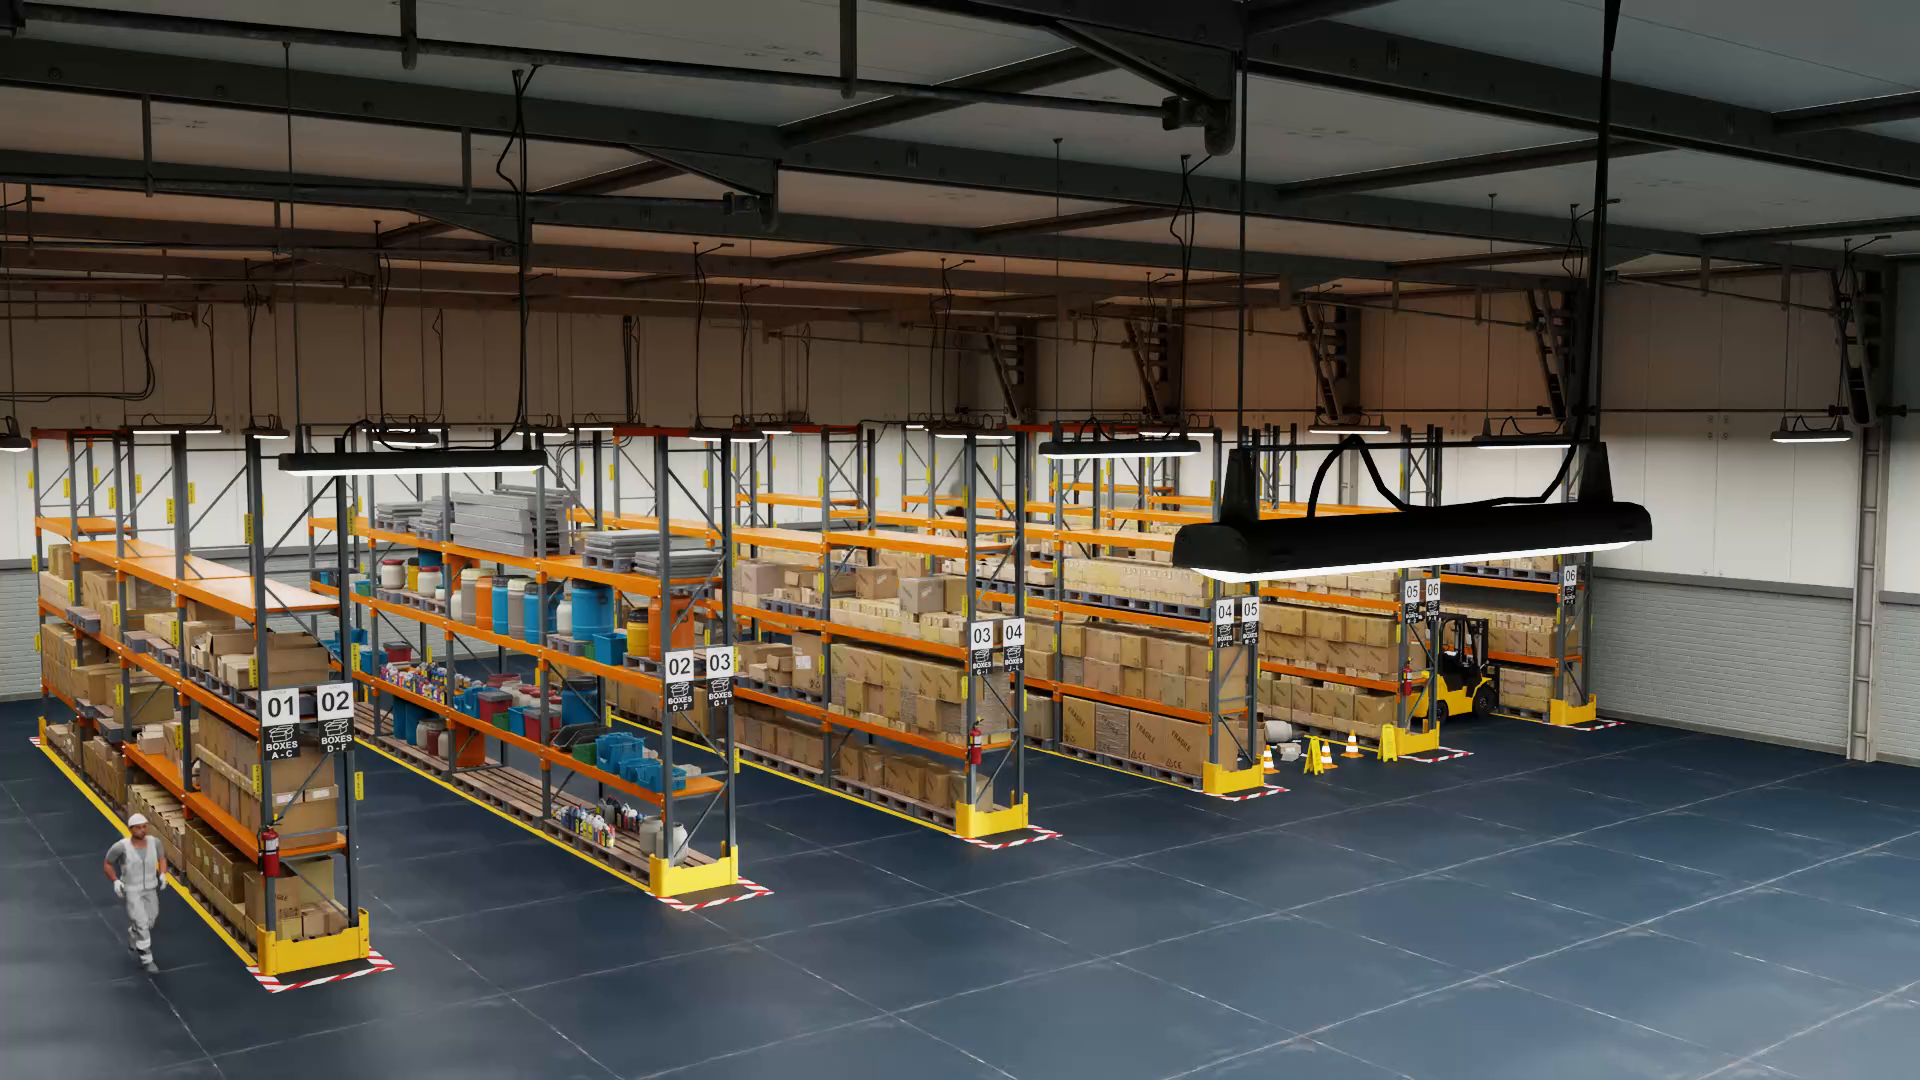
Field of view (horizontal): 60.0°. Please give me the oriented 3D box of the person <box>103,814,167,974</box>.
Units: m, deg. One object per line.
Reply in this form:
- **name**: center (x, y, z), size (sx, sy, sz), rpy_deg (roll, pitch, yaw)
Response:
- **person**: center (-9.362, 3.977, 18.912), size (0.871, 1.786, 0.640), rpy_deg (4, 6, 39)

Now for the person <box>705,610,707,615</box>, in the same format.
- **person**: center (-5.956, 2.450, 39.026), size (0.686, 1.673, 0.603), rpy_deg (-2, 5, -25)
